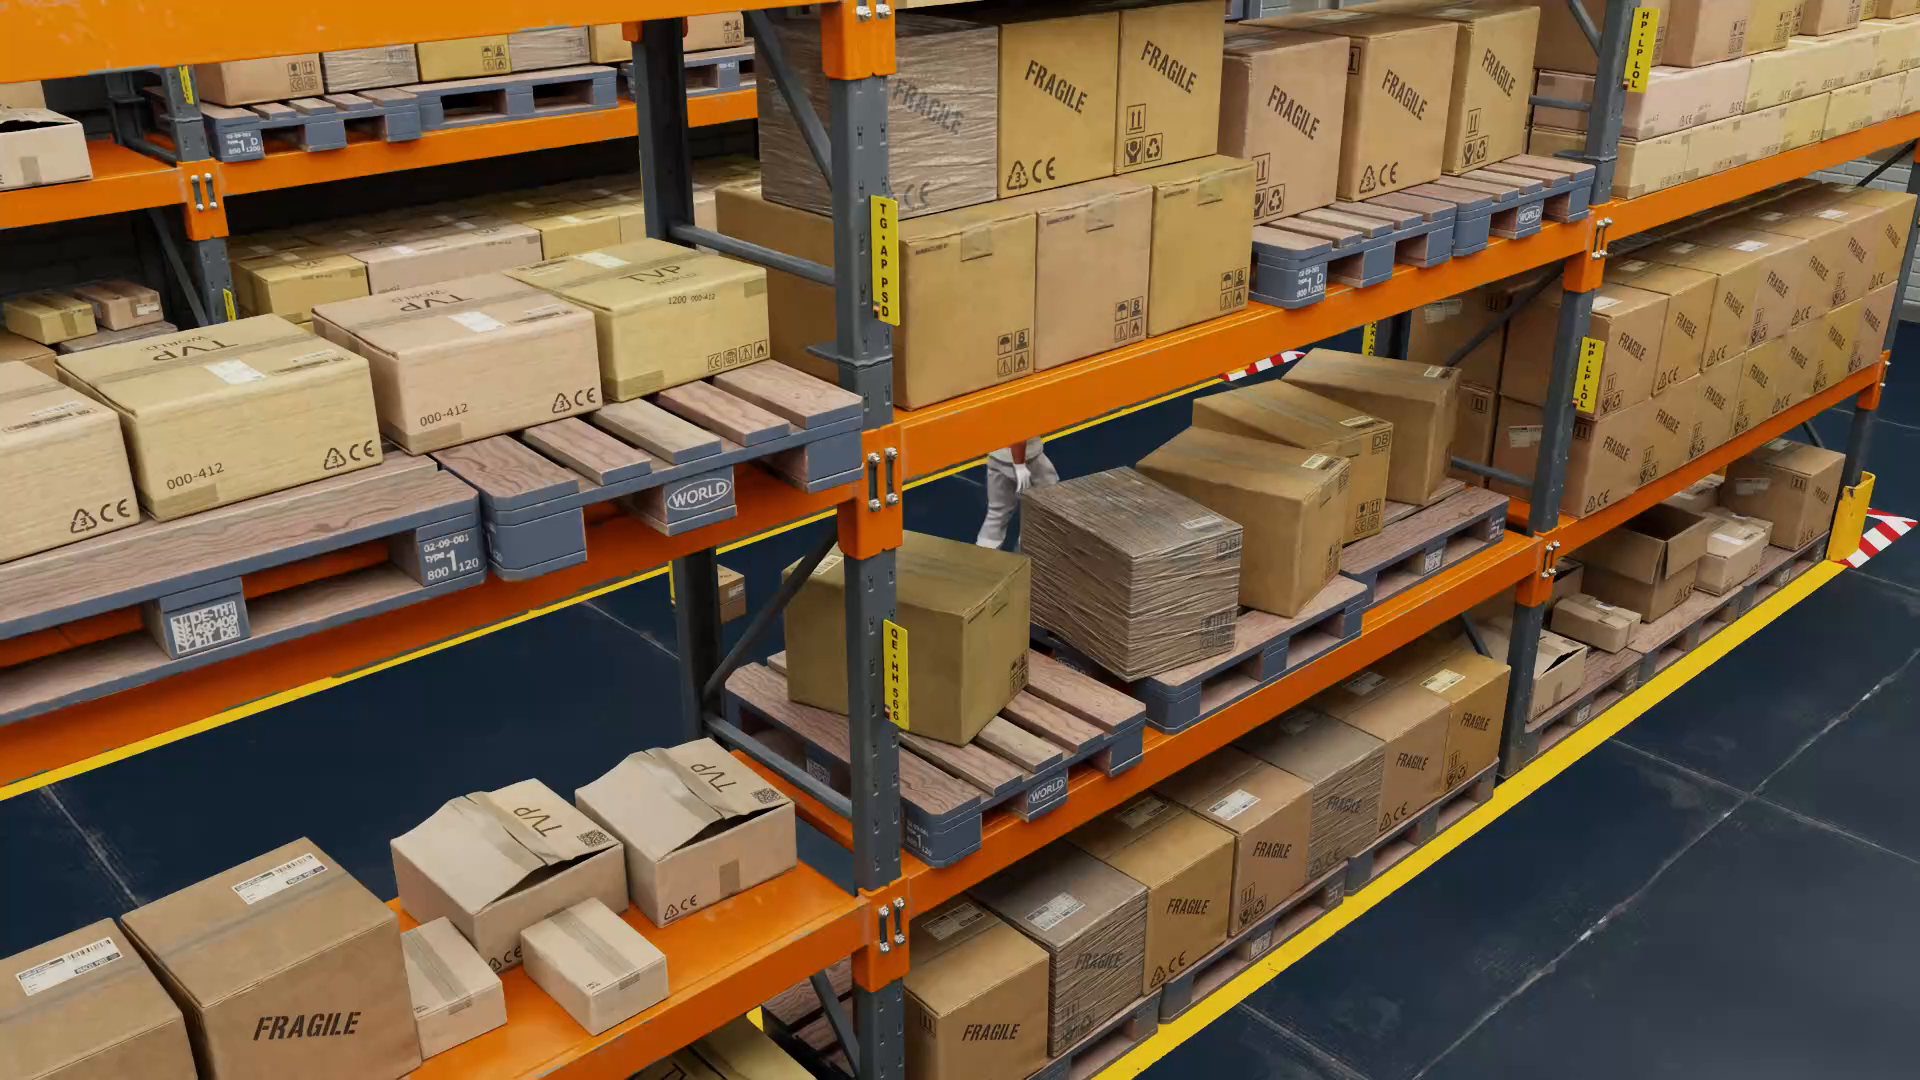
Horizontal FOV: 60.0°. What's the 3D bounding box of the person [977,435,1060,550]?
[{"bbox_3d":[0.343,-0.475,9.624,0.511,1.834,0.592,-12,27,-25],"label":"person"}]
